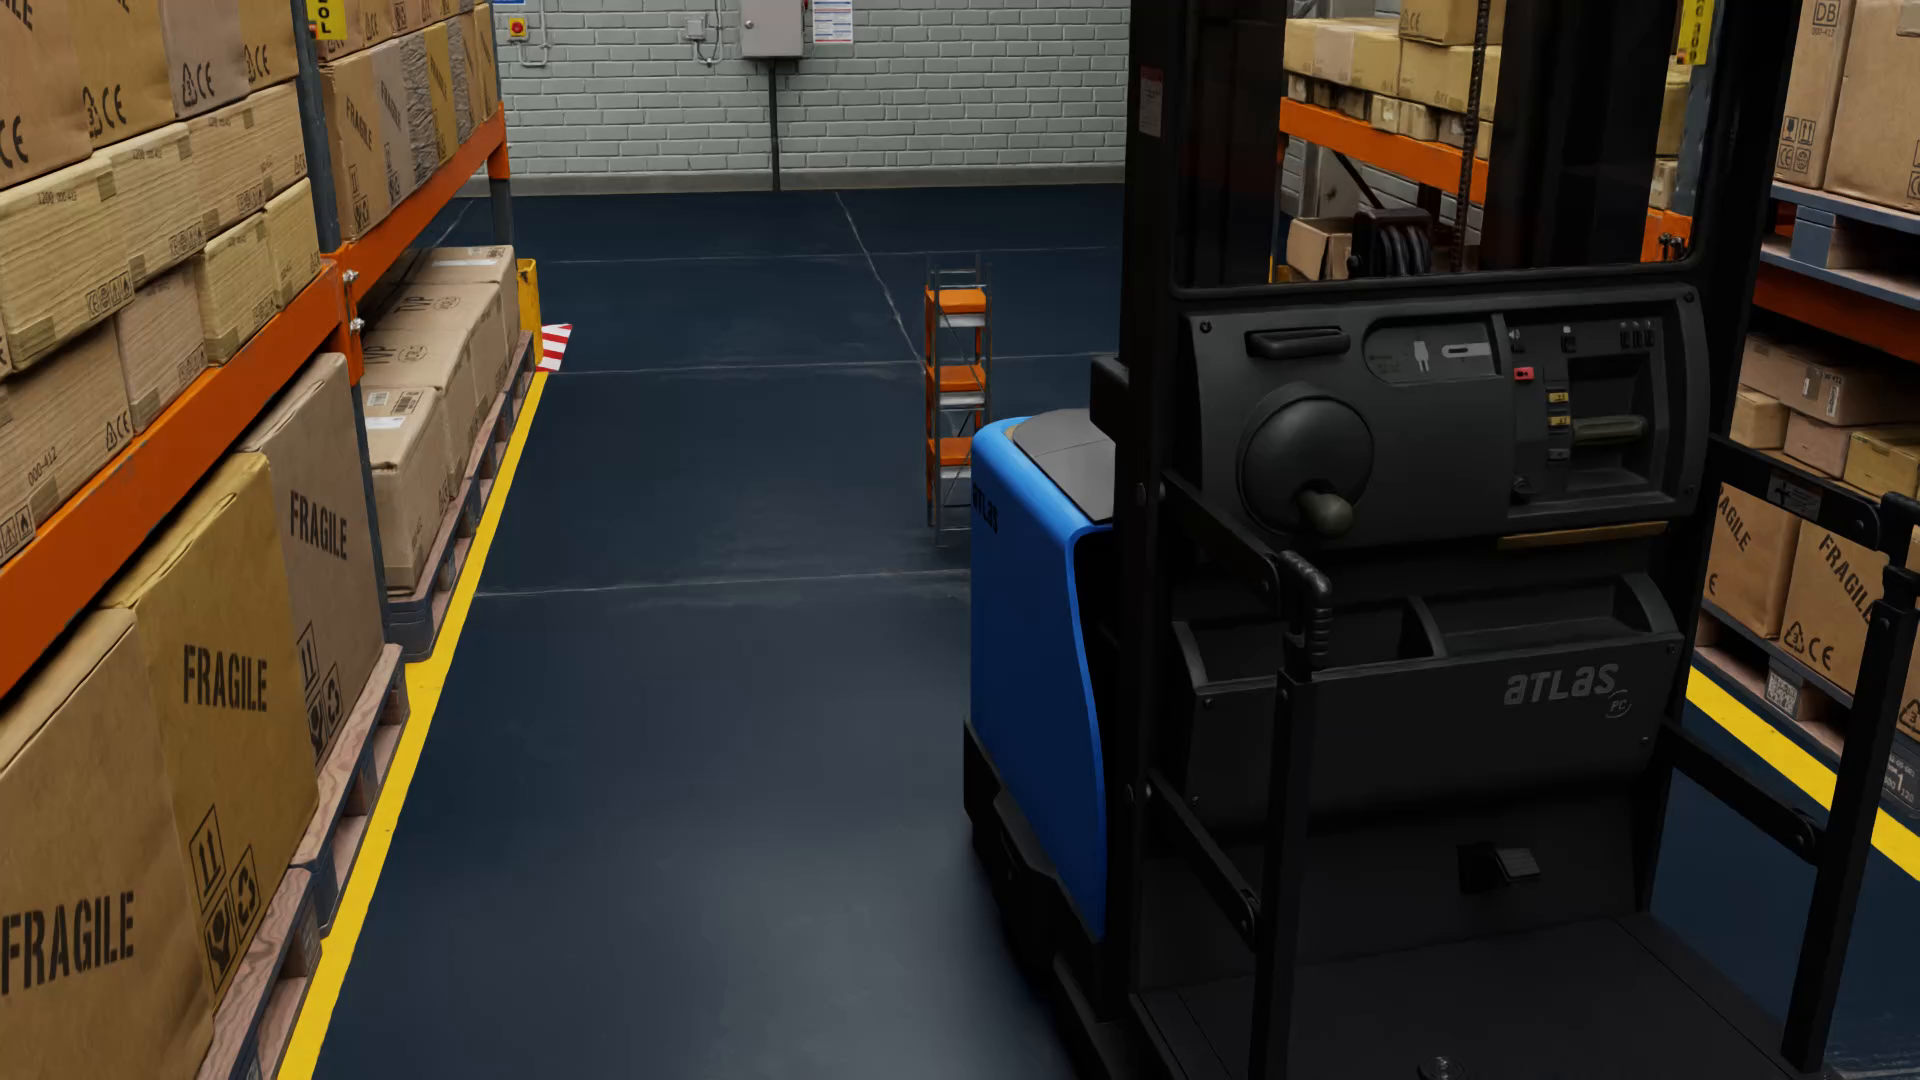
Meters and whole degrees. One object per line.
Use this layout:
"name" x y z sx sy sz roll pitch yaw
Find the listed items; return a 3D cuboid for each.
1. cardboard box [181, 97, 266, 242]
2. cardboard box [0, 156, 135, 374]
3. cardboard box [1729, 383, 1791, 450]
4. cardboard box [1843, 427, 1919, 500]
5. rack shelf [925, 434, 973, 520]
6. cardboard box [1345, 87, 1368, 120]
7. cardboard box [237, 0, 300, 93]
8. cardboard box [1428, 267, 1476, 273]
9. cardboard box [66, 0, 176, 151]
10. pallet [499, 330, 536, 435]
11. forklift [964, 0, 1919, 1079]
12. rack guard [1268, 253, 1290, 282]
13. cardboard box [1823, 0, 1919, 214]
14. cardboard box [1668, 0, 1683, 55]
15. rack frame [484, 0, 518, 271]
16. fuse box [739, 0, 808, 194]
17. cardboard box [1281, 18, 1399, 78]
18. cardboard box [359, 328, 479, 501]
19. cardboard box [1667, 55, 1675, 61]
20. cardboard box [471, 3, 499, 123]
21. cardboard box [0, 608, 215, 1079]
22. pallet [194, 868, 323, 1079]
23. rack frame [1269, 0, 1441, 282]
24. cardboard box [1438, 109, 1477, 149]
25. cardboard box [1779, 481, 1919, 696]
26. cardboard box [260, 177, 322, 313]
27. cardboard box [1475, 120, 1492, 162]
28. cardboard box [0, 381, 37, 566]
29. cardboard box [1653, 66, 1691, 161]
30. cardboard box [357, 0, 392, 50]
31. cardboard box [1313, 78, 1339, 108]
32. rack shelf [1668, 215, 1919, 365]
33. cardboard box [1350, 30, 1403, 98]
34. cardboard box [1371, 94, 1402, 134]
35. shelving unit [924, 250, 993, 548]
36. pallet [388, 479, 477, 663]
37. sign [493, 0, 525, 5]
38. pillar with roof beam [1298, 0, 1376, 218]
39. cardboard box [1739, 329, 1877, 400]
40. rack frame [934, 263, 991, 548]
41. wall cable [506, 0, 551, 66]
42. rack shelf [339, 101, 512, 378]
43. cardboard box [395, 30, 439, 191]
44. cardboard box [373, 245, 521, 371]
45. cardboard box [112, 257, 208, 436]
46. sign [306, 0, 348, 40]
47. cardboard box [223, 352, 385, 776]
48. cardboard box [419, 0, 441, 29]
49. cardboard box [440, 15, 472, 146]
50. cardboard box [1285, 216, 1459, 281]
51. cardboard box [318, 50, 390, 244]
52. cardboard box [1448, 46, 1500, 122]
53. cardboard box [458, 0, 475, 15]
"cardboard box" -1.822 -0.790 3.544 0.500 0.250 0.500 -2 21 -6
"cardboard box" -1.650 -0.435 2.592 0.500 0.250 0.500 -3 21 -7
"cardboard box" 2.494 -0.383 4.999 0.380 0.149 0.250 -2 21 -5
"cardboard box" 2.659 -0.202 4.516 0.380 0.149 0.250 -4 21 -11
"rack shelf" -0.008 -0.240 6.183 0.215 0.259 0.240 -3 21 -8
"cardboard box" 2.036 -2.065 7.816 0.380 0.149 0.250 -2 21 -6
"cardboard box" -1.892 -1.312 3.871 0.500 0.500 0.500 -2 21 -6
"cardboard box" 2.186 -0.899 7.308 0.500 0.500 0.500 -3 21 -7
"cardboard box" -1.757 -0.957 2.920 0.500 0.500 0.500 -2 21 -6
"pallet" -2.589 -0.745 7.909 1.003 0.211 1.213 -3 21 -8
"forklift" 0.875 -0.196 2.551 1.130 2.935 3.031 -5 21 -14
"rack guard" 2.140 -1.378 9.192 1.175 0.500 0.348 -3 21 -8
"cardboard box" 2.629 -1.076 4.068 0.700 0.500 0.500 -3 21 -7
"cardboard box" 2.755 -2.140 6.377 0.500 0.500 0.500 -3 21 -9
"rack frame" -2.782 -2.324 8.152 1.000 3.000 0.127 -3 21 -8
"fuse box" -1.518 -3.727 13.749 0.539 1.711 0.414 -3 21 -8
"cardboard box" 1.928 -2.474 8.342 0.500 0.250 0.500 -3 21 -7
"cardboard box" -2.319 -0.468 6.245 0.875 0.438 0.875 -4 21 -9
"cardboard box" 2.823 -1.618 6.051 0.500 0.250 0.500 -3 21 -8
"cardboard box" -2.450 -2.217 7.723 0.500 0.500 0.500 -3 21 -7
"cardboard box" -1.770 0.692 2.513 0.875 0.875 0.875 -3 21 -7
"pallet" -1.840 1.054 3.093 1.003 0.211 1.213 -3 21 -8
"rack frame" 2.129 -2.576 8.825 1.000 3.000 0.127 -3 21 -8
"cardboard box" 2.205 -1.706 6.856 0.380 0.149 0.250 -3 21 -8
"cardboard box" 2.640 0.146 4.510 0.500 0.500 0.500 -3 21 -8
"cardboard box" -1.891 -0.726 4.088 0.500 0.250 0.500 -3 21 -9
"cardboard box" 2.214 -1.528 6.379 0.380 0.149 0.250 -3 21 -9
"cardboard box" -1.612 -0.025 2.210 0.500 0.250 0.500 -2 21 -6
"cardboard box" 2.391 -1.424 5.531 0.500 0.250 0.500 -2 21 -6
"cardboard box" -2.101 -1.807 5.194 0.500 0.500 0.500 -3 21 -8
"cardboard box" 1.988 -2.245 8.298 0.380 0.149 0.250 -2 21 -6
"rack shelf" 2.994 -0.161 3.389 1.077 0.370 4.000 -3 21 -8
"cardboard box" 2.077 -2.124 7.406 0.500 0.250 0.500 -3 21 -9
"cardboard box" 2.042 -1.882 7.326 0.380 0.149 0.250 -4 21 -9
"shelving unit" -0.008 -0.510 6.082 0.215 1.050 0.252 -3 21 -8
"pallet" -2.237 0.100 5.647 1.003 0.211 1.213 -3 21 -8
"sign" -3.674 -4.421 13.378 0.327 0.218 0.001 -3 21 -8
"pillar with roof beam" -1.627 -6.148 9.815 9.100 9.000 0.400 -3 21 -8
"cardboard box" 2.554 -0.525 4.955 0.380 0.149 0.250 -3 21 -9
"rack frame" 0.010 -0.468 5.969 0.200 1.050 0.008 -3 21 -8
"wall cable" -3.618 -4.766 13.192 0.585 1.953 0.123 -3 21 -8
"rack shelf" -2.494 -1.295 6.423 1.077 0.370 4.000 -3 21 -8
"cardboard box" -2.148 -1.509 5.825 0.500 0.500 0.500 -3 21 -7
"cardboard box" -2.588 -1.097 7.928 0.875 0.438 0.875 -4 21 -10
"cardboard box" -1.765 -0.374 3.145 0.500 0.250 0.500 -3 21 -9
"sign" -1.670 -1.475 4.337 0.100 0.325 0.005 -3 21 -8
"cardboard box" -2.037 0.070 4.178 0.875 0.875 0.875 -2 21 -6
"cardboard box" -2.234 -2.159 6.138 0.500 0.500 0.500 -3 21 -8
"cardboard box" -2.309 -1.865 6.780 0.500 0.500 0.500 -2 21 -6
"cardboard box" 2.124 -1.386 8.609 0.797 0.503 0.637 -4 21 -10
"cardboard box" -2.014 -1.162 4.896 0.500 0.500 0.500 -2 21 -6
"cardboard box" 2.246 -1.770 6.457 0.500 0.250 0.500 -3 21 -8
"cardboard box" -2.372 -2.505 7.064 0.500 0.500 0.500 -3 21 -8
